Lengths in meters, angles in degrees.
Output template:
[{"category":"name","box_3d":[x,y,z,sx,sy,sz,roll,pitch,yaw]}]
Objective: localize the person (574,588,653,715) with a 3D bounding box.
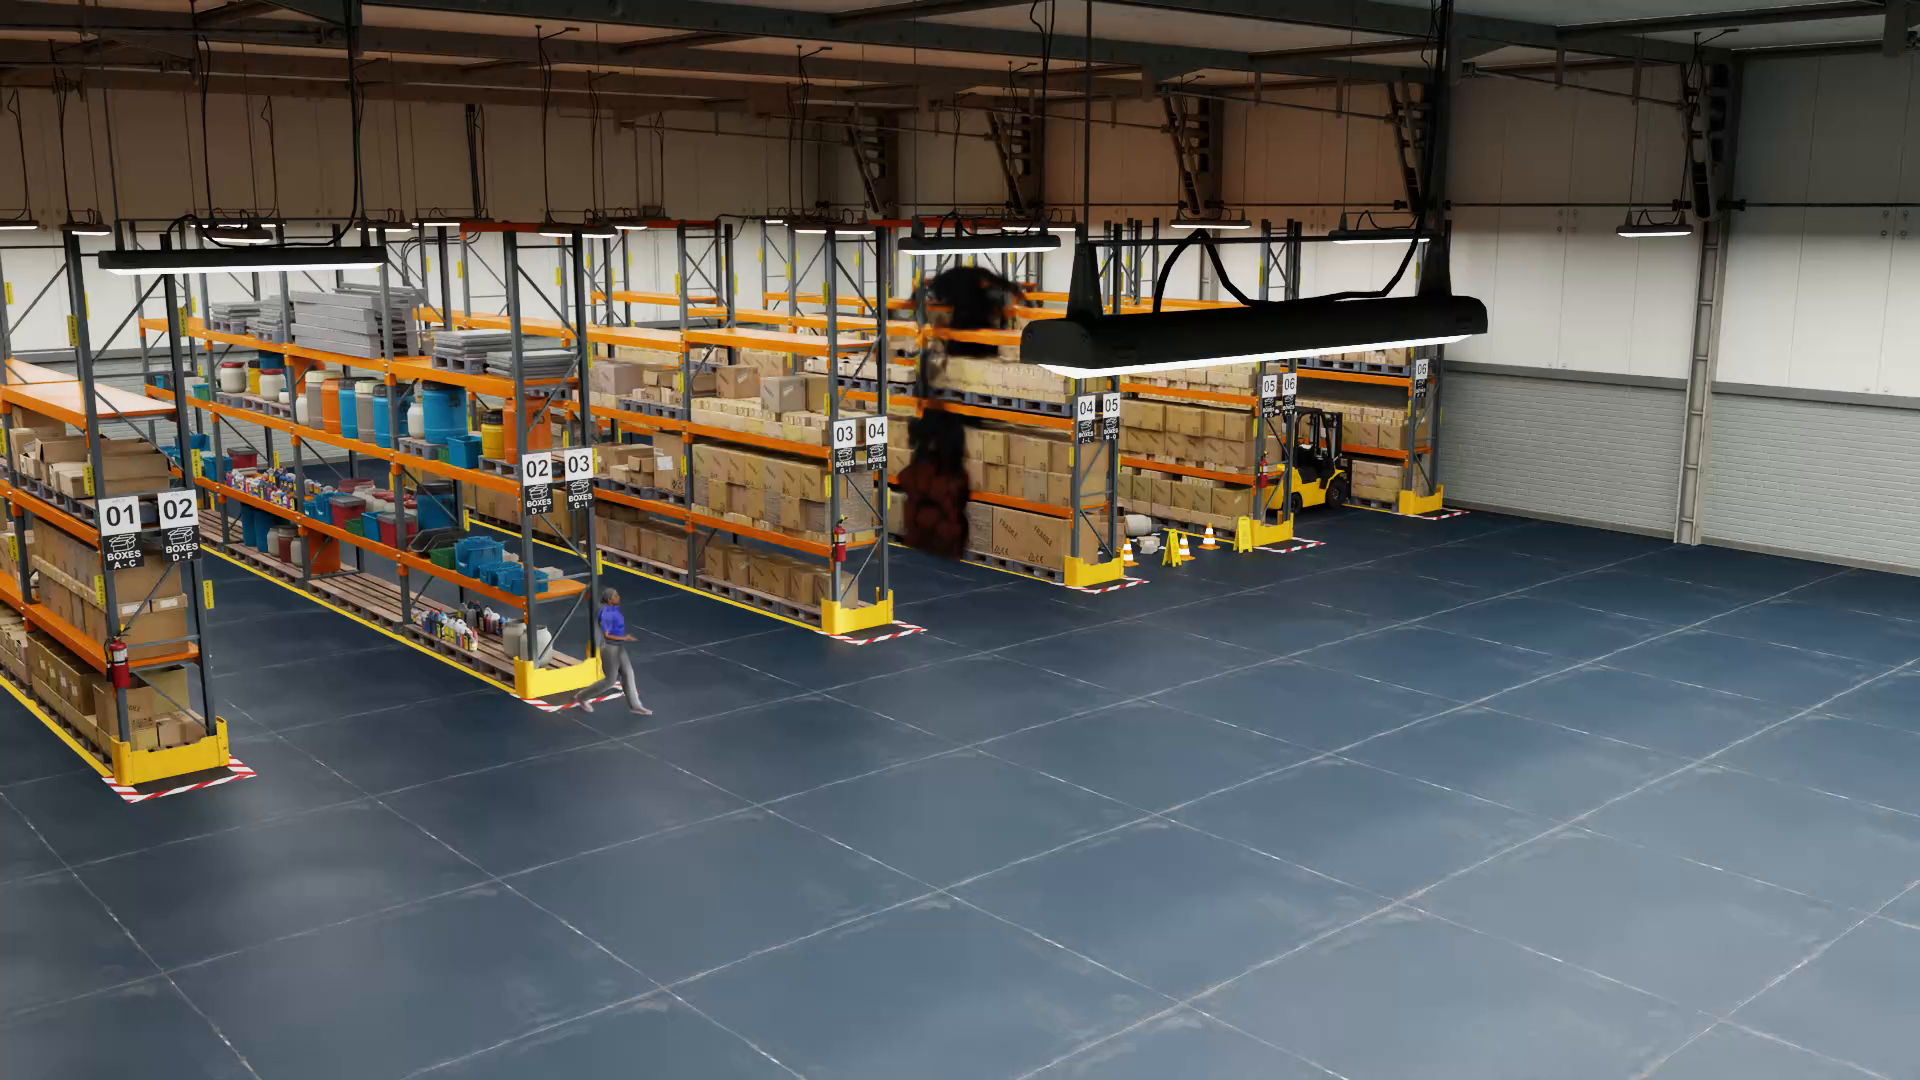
[{"category":"person","box_3d":[-4.330,1.396,20.713,0.958,1.642,0.607,0,11,0]}]
